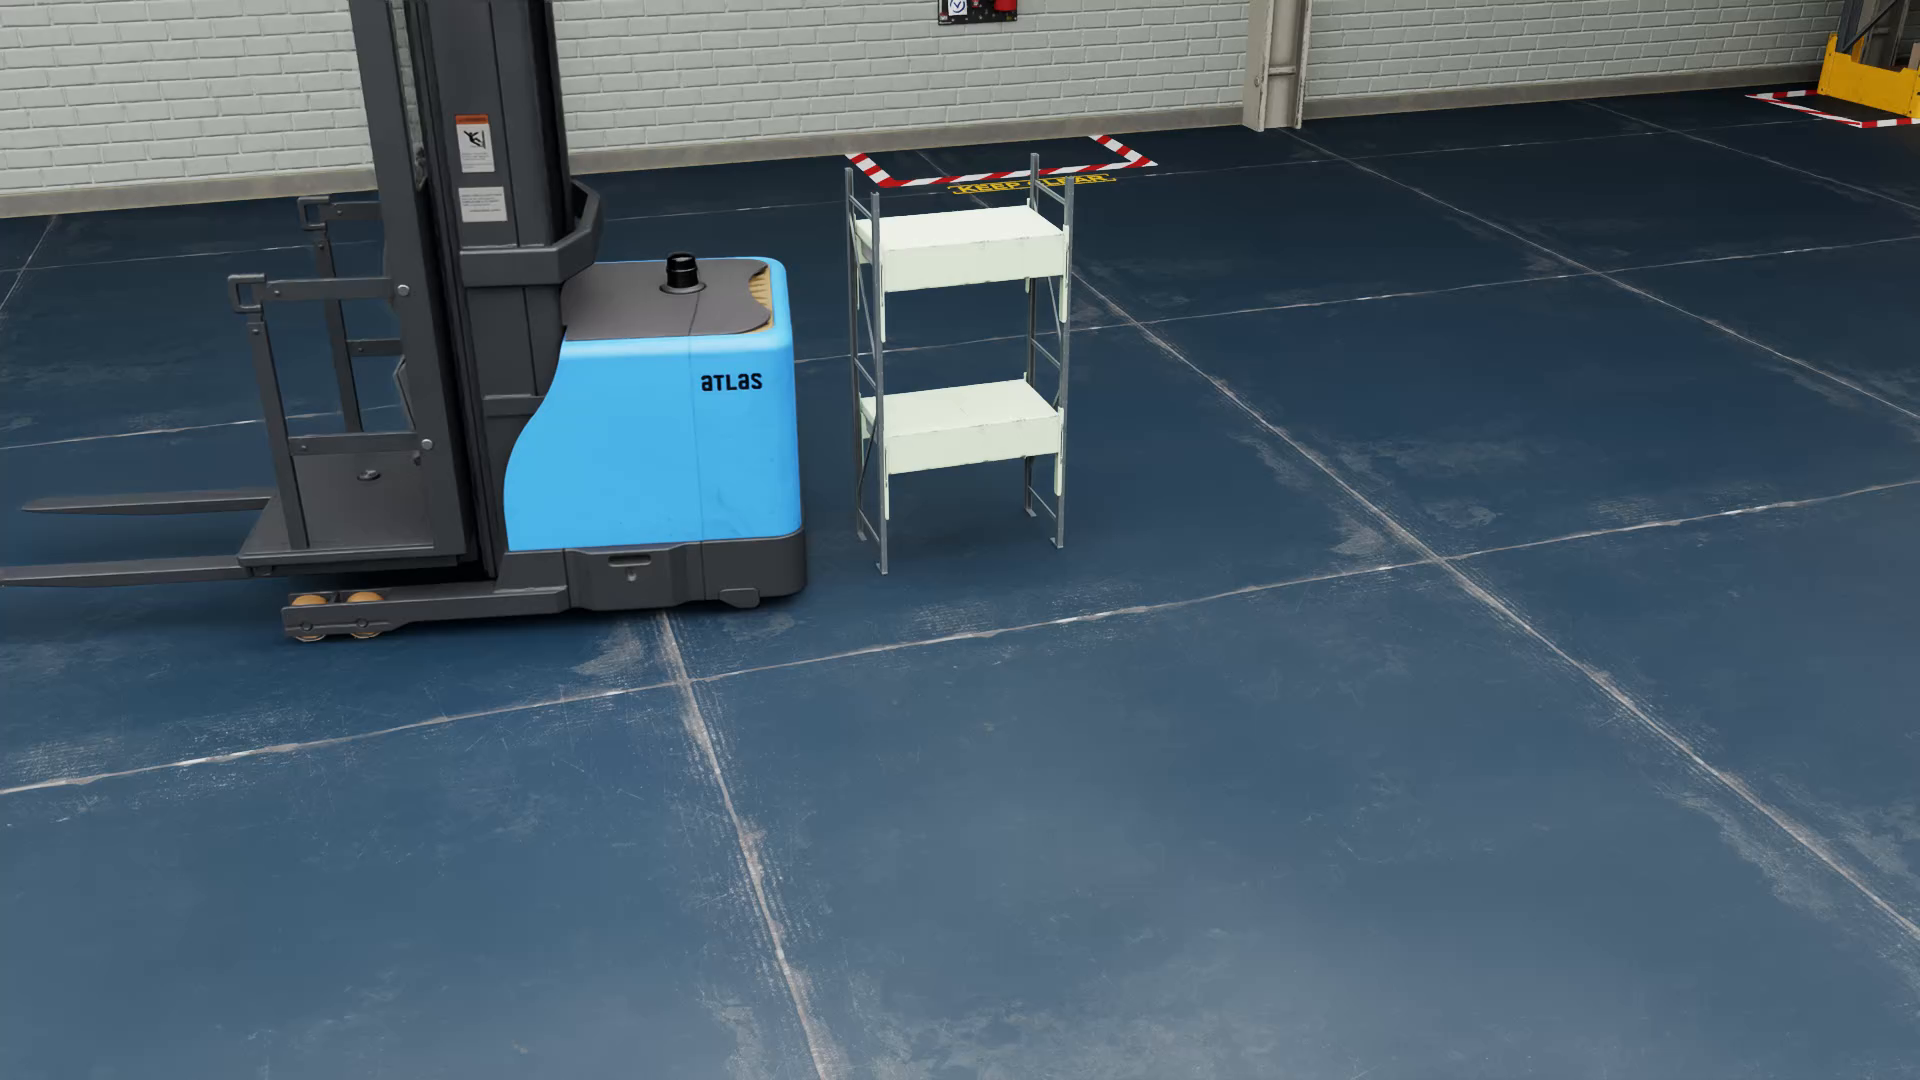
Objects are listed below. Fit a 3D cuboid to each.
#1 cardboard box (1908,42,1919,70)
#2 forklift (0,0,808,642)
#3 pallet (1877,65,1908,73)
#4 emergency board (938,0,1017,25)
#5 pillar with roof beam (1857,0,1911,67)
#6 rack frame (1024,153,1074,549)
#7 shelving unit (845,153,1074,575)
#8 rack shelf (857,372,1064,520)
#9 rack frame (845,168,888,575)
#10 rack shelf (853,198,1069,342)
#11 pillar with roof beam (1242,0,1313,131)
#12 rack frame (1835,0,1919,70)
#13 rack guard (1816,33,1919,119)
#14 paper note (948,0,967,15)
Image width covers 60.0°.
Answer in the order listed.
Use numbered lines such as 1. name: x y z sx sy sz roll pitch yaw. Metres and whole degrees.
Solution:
1. cardboard box: 8.527 -4.132 14.229 0.500 0.311 0.500 -12 29 -22
2. forklift: -2.131 -1.195 5.861 3.031 2.935 1.130 -3 27 -6
3. pallet: 8.697 -3.941 14.450 1.213 0.211 1.003 -8 28 -16
4. emergency board: 0.172 -4.394 12.227 0.643 1.169 0.194 -8 28 -16
5. pillar with roof beam: 9.572 -6.411 9.544 0.400 9.000 9.100 -8 28 -16
6. rack frame: 0.342 -0.721 6.516 0.023 1.500 0.400 -8 28 -16
7. shelving unit: -0.006 -0.671 6.415 0.755 1.500 0.431 -8 28 -16
8. rack shelf: -0.006 -0.379 6.560 0.720 0.370 0.431 -8 28 -16
9. rack frame: -0.354 -0.620 6.313 0.023 1.500 0.400 -8 28 -16
10. rack shelf: -0.006 -1.020 6.241 0.720 0.370 0.431 -8 28 -16
11. pillar with roof beam: 3.867 -5.585 7.880 0.400 9.000 9.100 -8 28 -16
12. rack frame: 7.841 -5.082 13.614 0.127 3.000 1.000 -8 28 -16
13. rack guard: 7.913 -3.973 14.191 0.348 0.500 1.175 -8 28 -16
14. paper note: -0.017 -4.004 12.433 0.142 0.148 0.016 -8 28 -16
